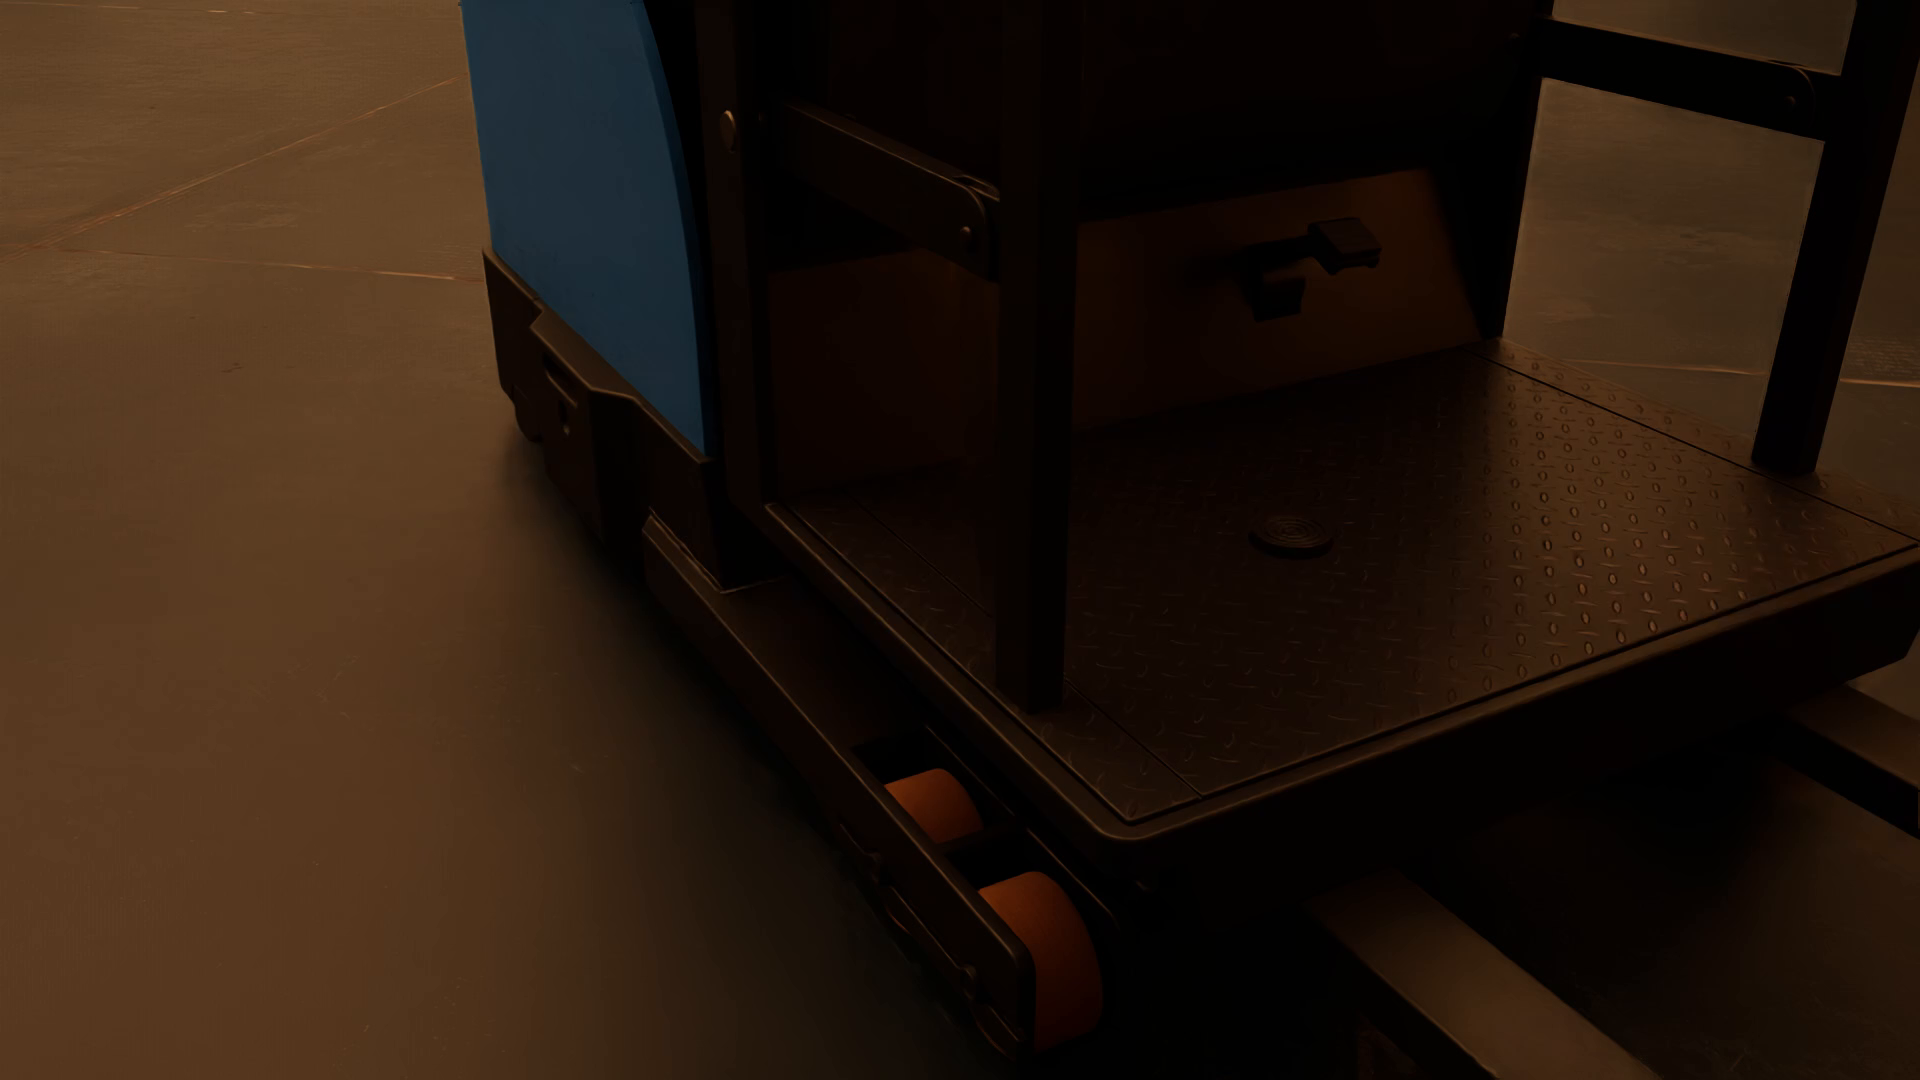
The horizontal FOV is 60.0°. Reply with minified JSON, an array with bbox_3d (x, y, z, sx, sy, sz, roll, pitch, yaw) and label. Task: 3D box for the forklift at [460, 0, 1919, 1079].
[{"bbox_3d":[0.360,-1.065,1.356,1.130,2.935,3.031,-14,30,-26],"label":"forklift"}]
